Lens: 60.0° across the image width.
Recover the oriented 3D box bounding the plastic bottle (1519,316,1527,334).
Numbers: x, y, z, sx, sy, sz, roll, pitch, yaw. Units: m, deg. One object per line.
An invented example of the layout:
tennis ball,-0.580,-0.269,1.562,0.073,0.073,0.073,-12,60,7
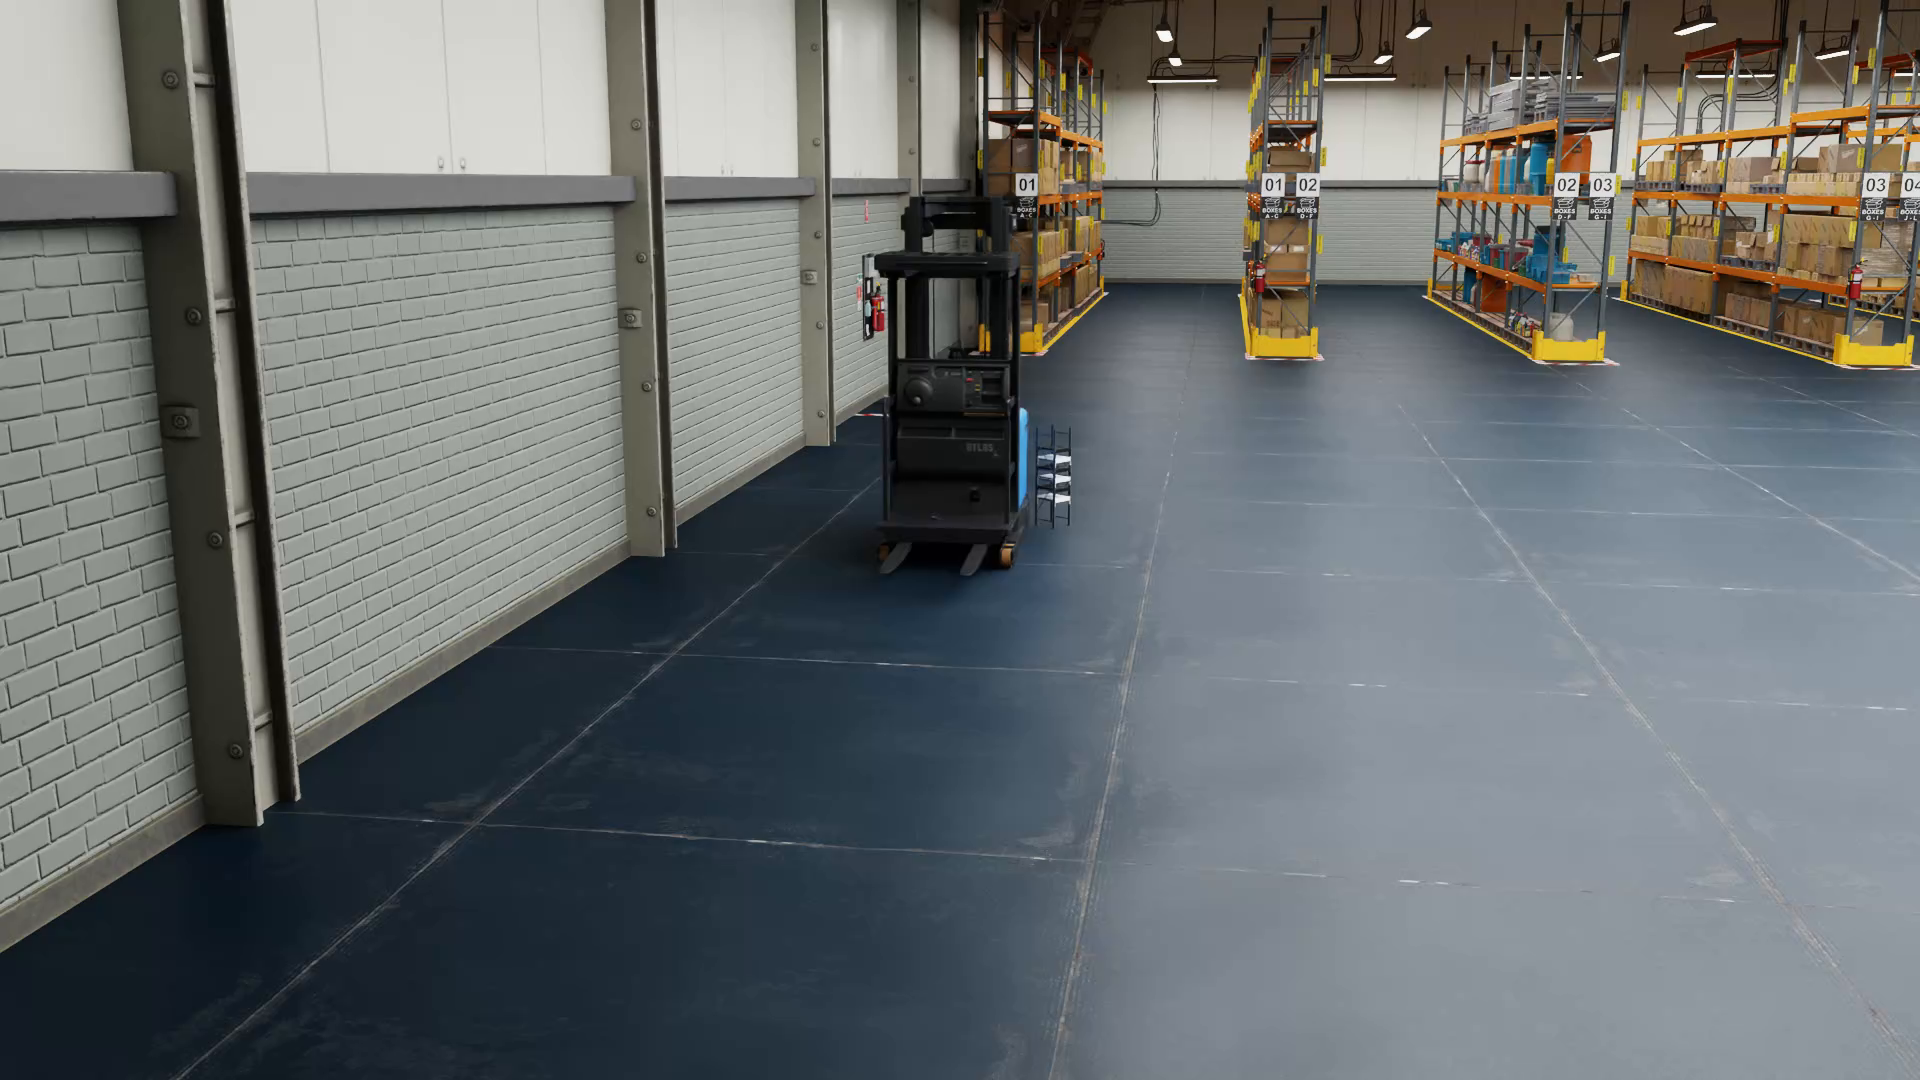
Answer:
plastic bottle,10.663,-4.057,31.444,0.144,0.351,0.185,2,12,11

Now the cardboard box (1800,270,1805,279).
cardboard box,15.716,-4.879,30.609,0.380,0.149,0.250,2,12,9

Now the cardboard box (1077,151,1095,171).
cardboard box,3.148,-9.598,42.130,0.500,0.500,0.500,2,12,8

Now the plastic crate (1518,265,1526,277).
plastic crate,10.832,-5.081,31.454,0.450,0.188,0.662,2,12,9

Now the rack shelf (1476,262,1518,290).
rack shelf,11.627,-5.523,34.708,1.077,0.370,4.000,2,12,9

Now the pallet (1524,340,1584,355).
pallet,10.800,-3.449,29.995,1.003,0.211,1.213,2,12,9

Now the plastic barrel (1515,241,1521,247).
plastic barrel,11.988,-6.125,35.527,0.421,0.512,0.421,0,12,0

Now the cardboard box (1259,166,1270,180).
cardboard box,5.727,-6.702,30.378,0.500,0.250,0.500,2,12,9

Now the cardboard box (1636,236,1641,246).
cardboard box,17.645,-7.668,42.605,0.500,0.250,0.500,2,12,8

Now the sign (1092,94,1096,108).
sign,3.299,-10.858,41.109,0.100,0.325,0.005,2,12,9

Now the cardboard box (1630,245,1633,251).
cardboard box,17.679,-7.610,43.280,0.380,0.149,0.250,2,12,9

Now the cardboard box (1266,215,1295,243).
cardboard box,5.979,-5.687,30.447,0.700,0.500,0.500,2,12,7

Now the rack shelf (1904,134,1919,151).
rack shelf,22.022,-8.751,36.394,1.077,0.370,4.000,2,12,9

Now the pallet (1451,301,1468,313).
pallet,12.390,-5.601,39.983,1.003,0.211,1.213,2,12,9

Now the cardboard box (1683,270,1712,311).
cardboard box,17.100,-5.625,37.523,1.225,0.875,0.875,2,12,9

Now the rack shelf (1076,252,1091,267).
rack shelf,2.453,-6.677,40.062,1.077,0.370,4.000,2,12,9

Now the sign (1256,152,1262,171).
sign,5.277,-6.668,29.279,0.100,0.325,0.005,2,12,9

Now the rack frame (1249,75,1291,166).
rack frame,8.272,-11.050,44.408,1.000,3.000,0.127,2,12,9

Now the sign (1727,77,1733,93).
sign,16.280,-9.614,35.153,0.100,0.325,0.005,2,12,9

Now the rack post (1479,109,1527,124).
rack post,12.006,-9.339,36.646,0.954,0.300,0.937,2,12,9

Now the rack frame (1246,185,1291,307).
rack frame,7.656,-7.285,41.176,1.000,3.000,0.127,2,12,9

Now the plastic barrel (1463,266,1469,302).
plastic barrel,12.450,-6.190,40.082,0.600,0.901,0.708,2,12,9

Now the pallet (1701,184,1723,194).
pallet,16.876,-7.640,36.154,1.213,0.211,1.003,2,12,11

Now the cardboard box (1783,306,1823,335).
cardboard box,16.113,-4.199,31.795,0.500,0.500,0.500,1,12,7

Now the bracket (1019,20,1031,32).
bracket,1.378,-10.964,35.463,0.235,0.232,0.430,2,12,9

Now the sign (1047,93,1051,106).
sign,2.216,-10.934,41.278,0.100,0.325,0.005,2,12,9

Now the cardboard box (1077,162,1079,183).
cardboard box,2.496,-8.877,40.164,0.700,0.500,0.500,2,12,8

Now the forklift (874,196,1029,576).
forklift,-0.079,-1.281,13.478,1.130,2.935,3.031,1,12,7

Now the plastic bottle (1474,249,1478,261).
plastic bottle,11.677,-6.438,37.553,0.097,0.271,0.097,0,12,0

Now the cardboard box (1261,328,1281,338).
cardboard box,5.601,-3.769,30.393,0.500,0.250,0.500,2,12,9

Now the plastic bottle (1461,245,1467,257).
plastic bottle,12.046,-6.903,39.698,0.152,0.276,0.135,2,12,9

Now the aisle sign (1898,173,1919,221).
aisle sign,15.886,-5.713,27.714,0.394,0.787,0.004,2,12,9

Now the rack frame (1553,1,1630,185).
rack frame,10.705,-7.558,28.205,1.000,3.000,0.127,2,12,9

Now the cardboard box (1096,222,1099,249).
cardboard box,3.207,-8.166,44.551,0.980,0.700,0.700,2,12,8

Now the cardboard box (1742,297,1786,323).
cardboard box,16.593,-4.749,34.300,0.700,0.500,0.500,3,13,13

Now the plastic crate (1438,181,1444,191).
plastic crate,12.831,-9.288,43.660,0.497,0.269,0.590,2,12,9

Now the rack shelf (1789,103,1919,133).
rack shelf,15.906,-7.461,29.468,1.077,0.370,4.000,2,12,9

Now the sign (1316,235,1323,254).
sign,6.358,-5.230,29.397,0.100,0.325,0.005,2,12,9

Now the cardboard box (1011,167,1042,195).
cardboard box,1.214,-6.533,30.283,0.500,0.500,0.500,2,12,10

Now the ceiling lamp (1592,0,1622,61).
ceiling lamp,15.187,-12.645,37.954,0.800,3.185,2.000,2,12,9

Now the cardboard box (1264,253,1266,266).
cardboard box,6.131,-5.255,31.520,0.700,0.500,0.500,2,12,10

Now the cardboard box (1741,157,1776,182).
cardboard box,16.351,-7.590,34.049,0.500,0.500,0.500,2,12,7

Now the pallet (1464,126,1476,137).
pallet,12.453,-9.595,39.054,1.003,0.211,1.213,2,12,9

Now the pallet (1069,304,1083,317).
pallet,2.342,-5.410,39.098,1.003,0.211,1.213,2,12,9

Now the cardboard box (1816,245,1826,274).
cardboard box,15.788,-4.984,29.555,0.875,0.500,0.500,2,12,9

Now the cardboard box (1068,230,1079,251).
cardboard box,2.473,-6.909,38.441,0.500,0.500,0.500,2,12,10

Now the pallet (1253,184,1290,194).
pallet,7.025,-7.682,36.348,1.213,0.211,1.003,2,12,11

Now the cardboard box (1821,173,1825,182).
cardboard box,15.690,-6.501,29.827,0.380,0.149,0.250,2,12,10

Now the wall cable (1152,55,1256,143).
wall cable,7.272,-13.239,49.947,3.097,2.526,0.112,2,12,9

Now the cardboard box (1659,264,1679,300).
cardboard box,17.625,-6.265,40.489,0.875,0.875,0.875,2,12,9

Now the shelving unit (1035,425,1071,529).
shelving unit,0.840,-0.573,15.014,0.210,0.900,0.258,-11,17,-42
